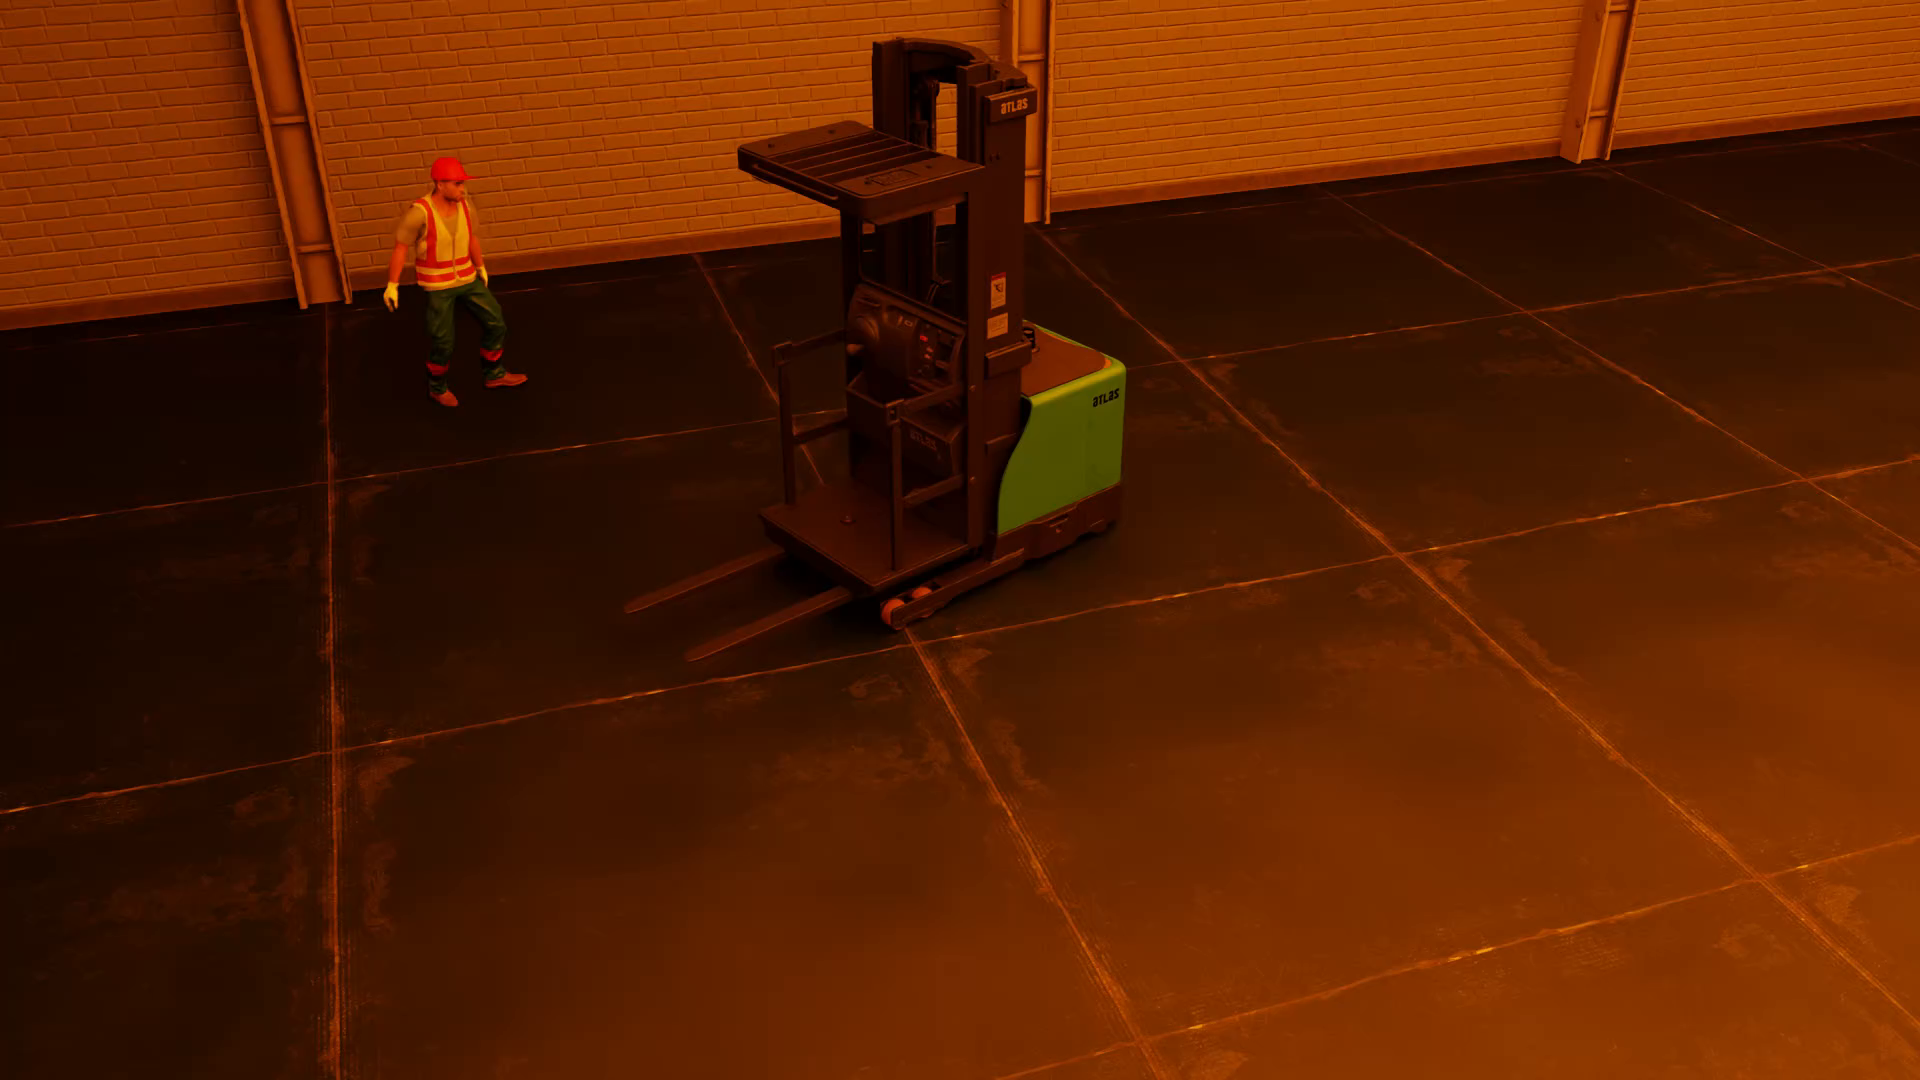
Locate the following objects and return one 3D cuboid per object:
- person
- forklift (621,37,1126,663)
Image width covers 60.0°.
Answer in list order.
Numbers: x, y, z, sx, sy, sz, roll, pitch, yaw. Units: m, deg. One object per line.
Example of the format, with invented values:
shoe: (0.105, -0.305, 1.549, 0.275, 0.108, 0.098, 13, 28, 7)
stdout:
person: (-3.486, -1.750, 11.353, 0.460, 1.748, 0.885, 26, 39, 37)
forklift: (-0.461, -1.072, 8.951, 3.031, 2.935, 1.130, -23, 37, -34)
